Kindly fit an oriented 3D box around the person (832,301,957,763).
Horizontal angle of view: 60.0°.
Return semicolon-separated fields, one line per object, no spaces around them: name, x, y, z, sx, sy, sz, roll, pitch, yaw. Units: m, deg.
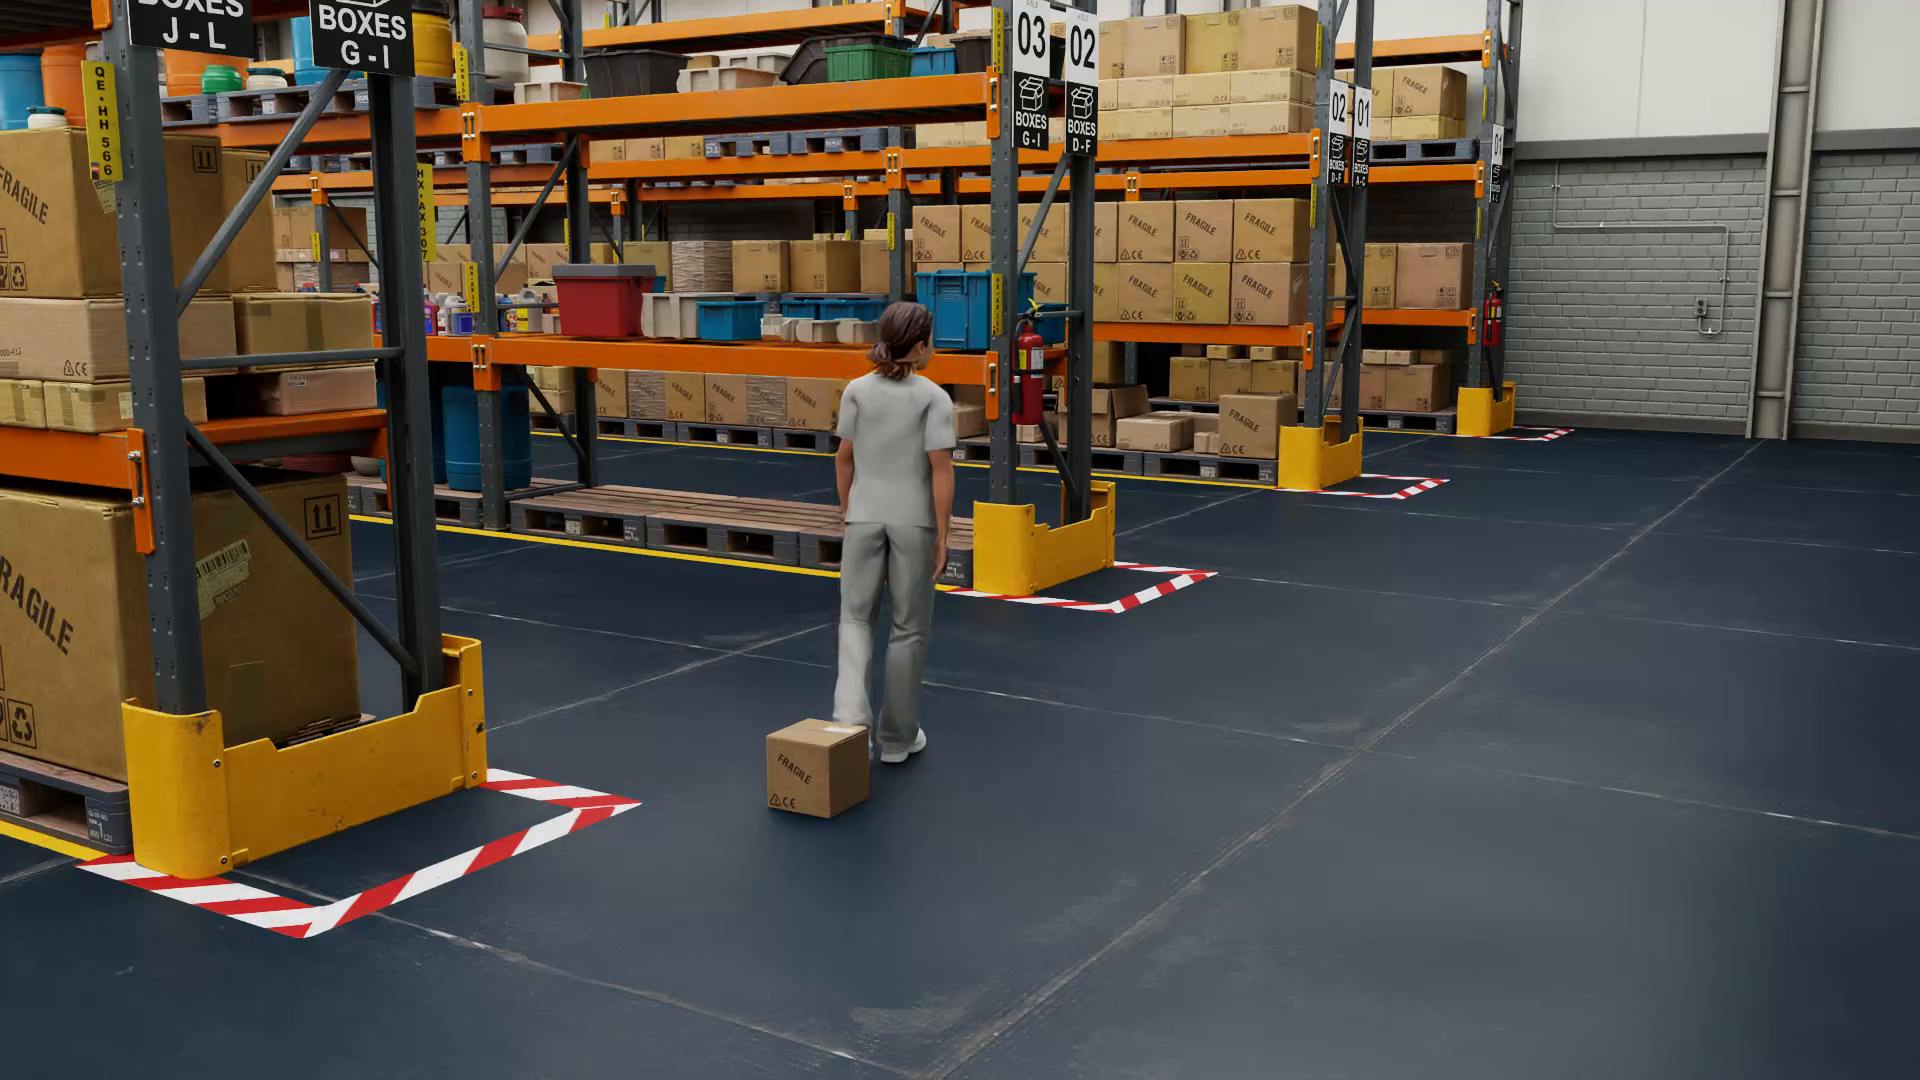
person;-0.270;-0.005;5.909;0.501;1.666;0.616;2;10;12
